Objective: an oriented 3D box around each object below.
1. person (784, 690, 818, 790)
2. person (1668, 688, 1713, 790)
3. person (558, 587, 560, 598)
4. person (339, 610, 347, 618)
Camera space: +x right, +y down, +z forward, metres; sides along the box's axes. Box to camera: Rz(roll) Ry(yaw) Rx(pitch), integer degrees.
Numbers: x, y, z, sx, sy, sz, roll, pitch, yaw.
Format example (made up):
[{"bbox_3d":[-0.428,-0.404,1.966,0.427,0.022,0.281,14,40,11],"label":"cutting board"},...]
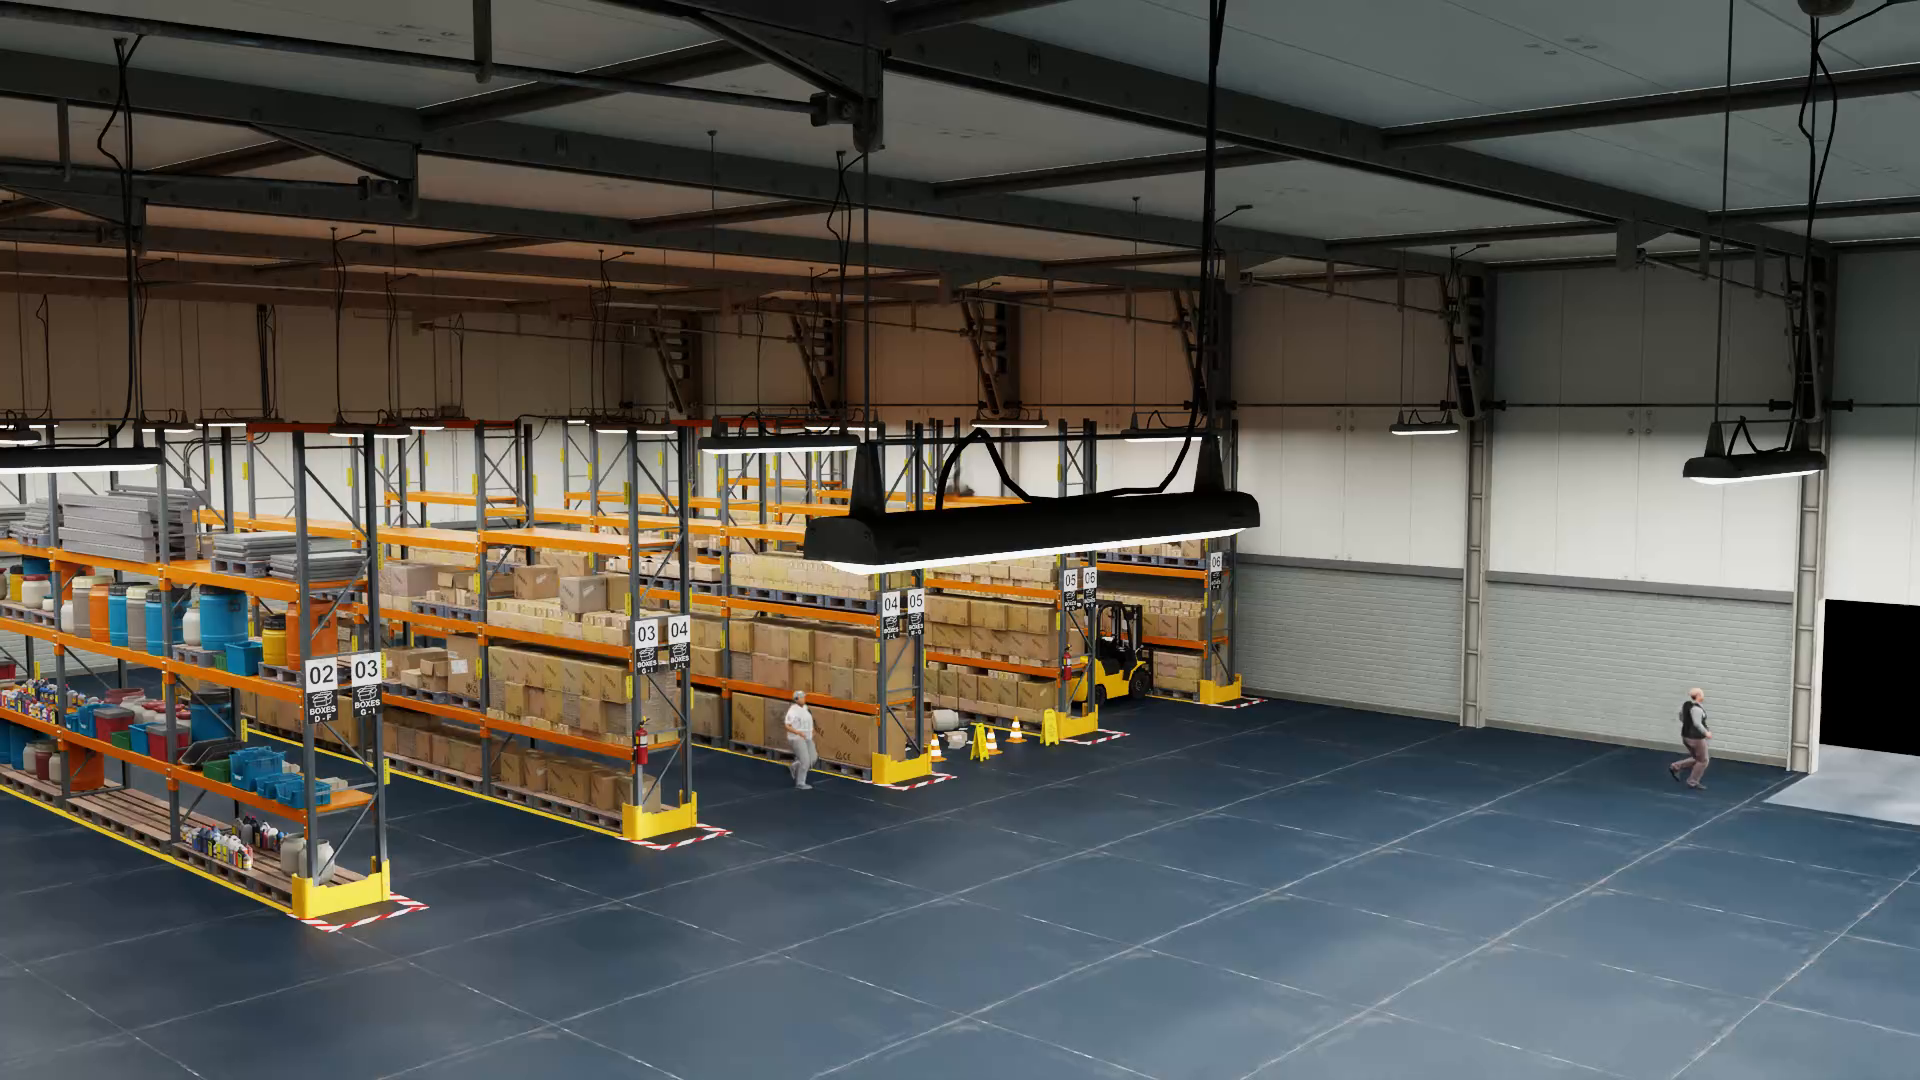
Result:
[{"bbox_3d":[-2.651,3.282,27.419,0.572,1.618,0.608,3,5,29],"label":"person"},{"bbox_3d":[12.024,3.260,27.374,0.600,1.677,0.690,0,5,2],"label":"person"},{"bbox_3d":[-10.325,1.937,43.683,0.792,1.778,0.729,-1,5,-16],"label":"person"},{"bbox_3d":[-14.172,2.418,38.031,0.636,1.627,0.515,1,5,13],"label":"person"}]
